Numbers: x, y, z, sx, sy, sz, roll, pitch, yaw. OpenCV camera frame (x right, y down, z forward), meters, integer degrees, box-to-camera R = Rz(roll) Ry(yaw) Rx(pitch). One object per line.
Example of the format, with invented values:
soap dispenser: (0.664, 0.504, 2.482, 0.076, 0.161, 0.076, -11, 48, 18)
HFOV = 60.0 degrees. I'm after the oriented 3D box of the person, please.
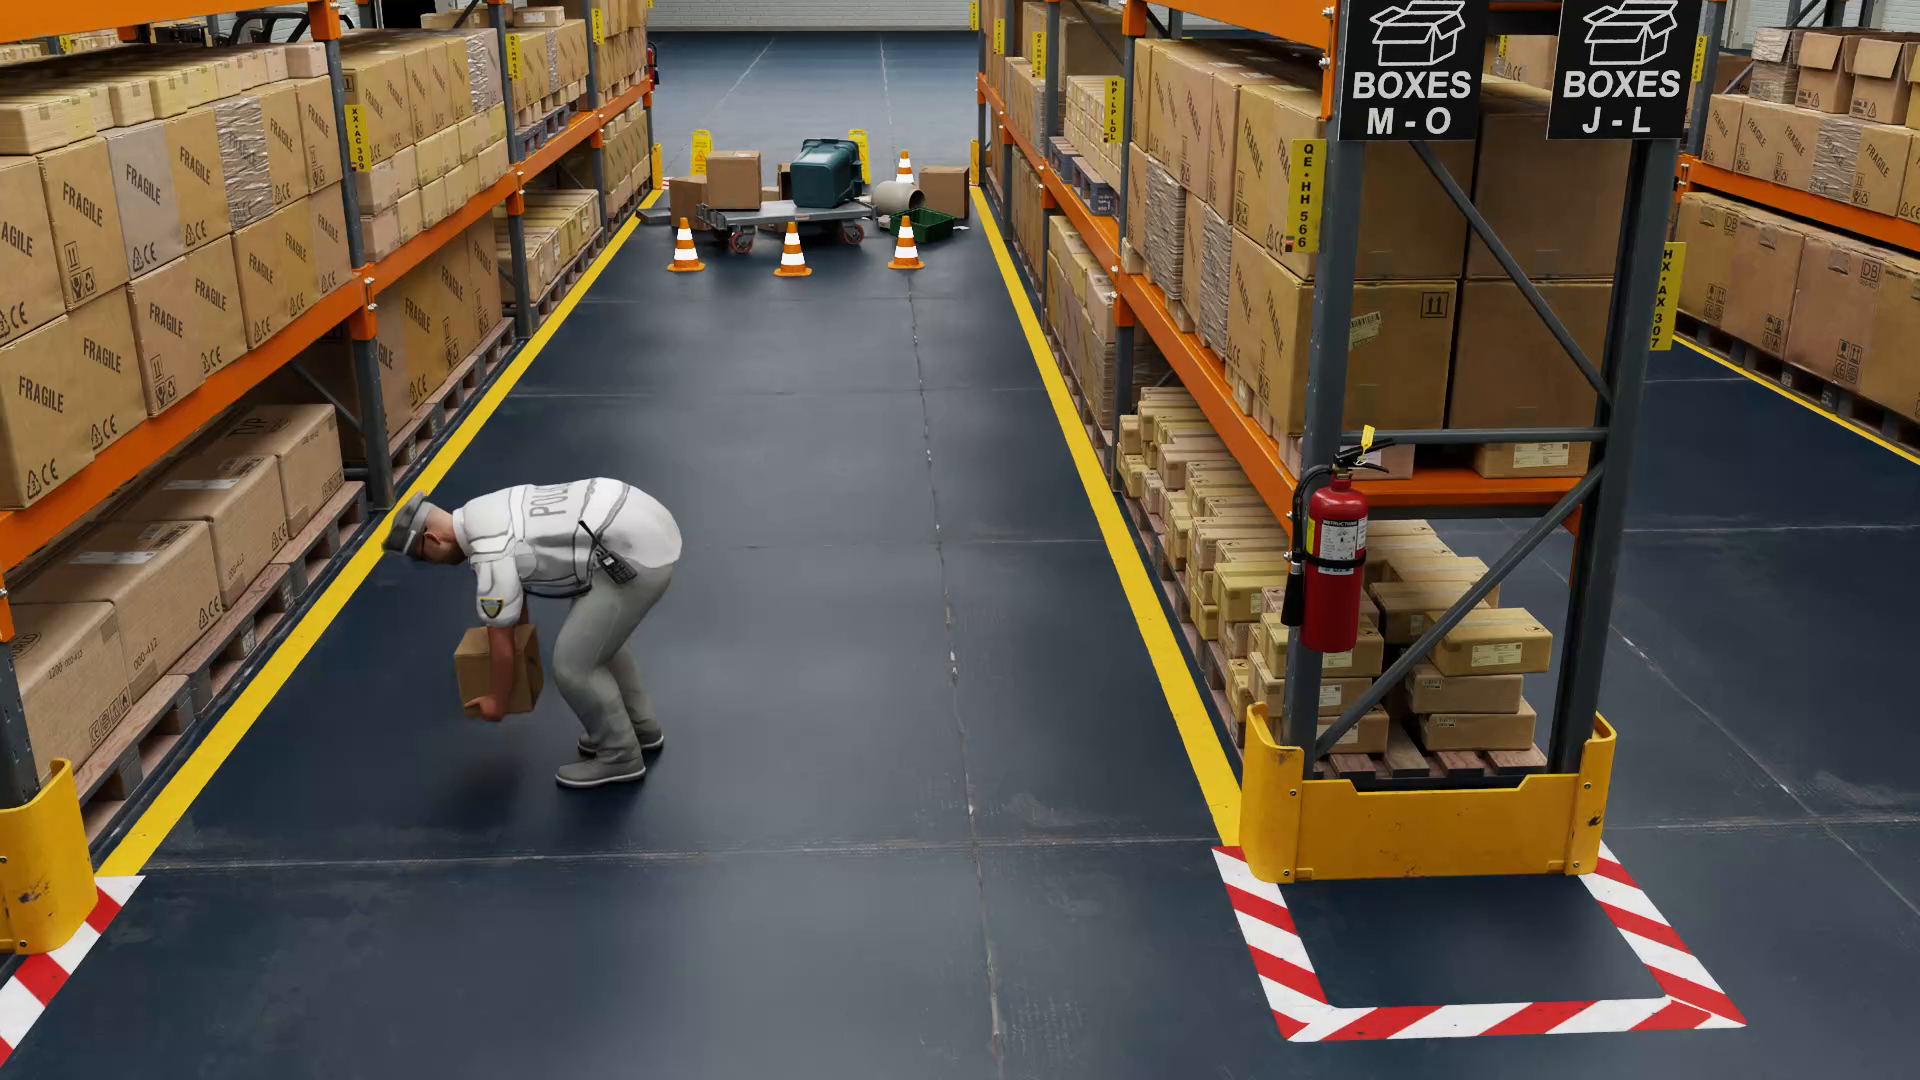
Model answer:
person: (-1.528, 0.336, 6.084, 1.045, 1.113, 0.490, -2, 20, -5)
